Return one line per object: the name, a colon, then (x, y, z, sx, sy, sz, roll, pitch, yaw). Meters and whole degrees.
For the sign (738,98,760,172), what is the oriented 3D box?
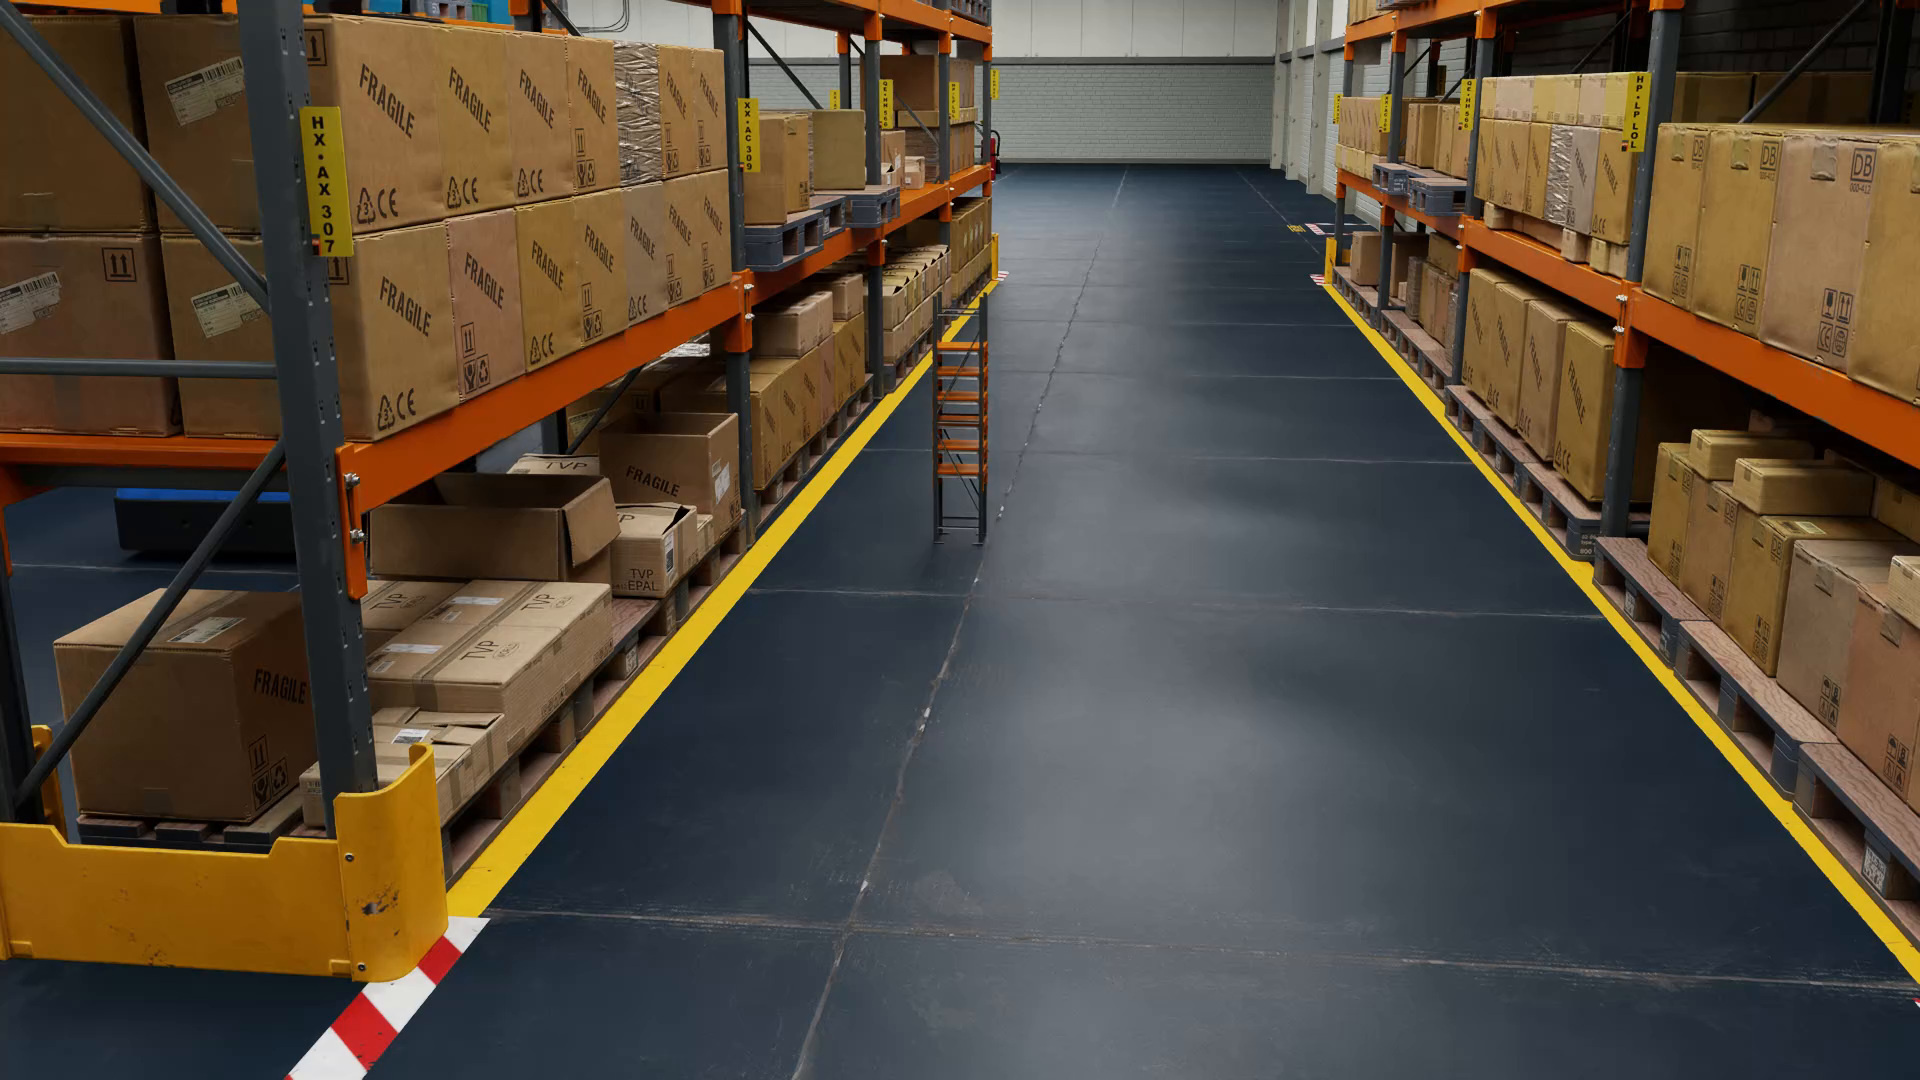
sign: (-0.960, -1.834, 7.541, 0.100, 0.325, 0.005, 2, 15, 6)

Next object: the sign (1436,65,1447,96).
sign: (5.326, -5.088, 18.408, 0.100, 0.325, 0.005, 2, 15, 6)

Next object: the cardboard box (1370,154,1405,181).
cardboard box: (4.078, -3.430, 15.348, 0.500, 0.250, 0.500, 2, 15, 6)

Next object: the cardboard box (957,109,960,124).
cardboard box: (-0.203, -4.333, 17.004, 0.380, 0.149, 0.250, 2, 15, 6)

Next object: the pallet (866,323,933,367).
pallet: (-0.776, -1.650, 13.859, 1.003, 0.211, 1.213, 2, 15, 6)

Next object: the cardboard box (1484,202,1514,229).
cardboard box: (3.456, -2.001, 10.260, 0.380, 0.149, 0.250, 2, 15, 8)

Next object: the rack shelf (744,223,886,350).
rack shelf: (-1.274, -1.602, 9.718, 1.077, 0.370, 4.000, 2, 15, 6)

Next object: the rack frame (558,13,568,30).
rack frame: (-5.067, -4.690, 19.759, 1.000, 3.000, 0.127, 2, 15, 6)

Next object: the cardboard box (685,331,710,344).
cardboard box: (-1.552, -0.963, 9.922, 0.500, 0.500, 0.500, 1, 15, 4)

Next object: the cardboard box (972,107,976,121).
cardboard box: (-0.028, -4.732, 18.480, 0.380, 0.149, 0.250, 2, 15, 8)

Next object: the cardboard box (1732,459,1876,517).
cardboard box: (2.958, -0.185, 5.841, 0.380, 0.149, 0.250, 1, 15, 5)

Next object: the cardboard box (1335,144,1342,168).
cardboard box: (4.406, -4.218, 18.264, 0.500, 0.250, 0.500, 1, 15, 5)

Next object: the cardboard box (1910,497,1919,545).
cardboard box: (3.277, -0.032, 5.277, 0.380, 0.149, 0.250, 2, 15, 7)

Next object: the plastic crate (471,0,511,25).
plastic crate: (-4.983, -5.627, 17.508, 0.392, 0.384, 0.575, 2, 15, 6)

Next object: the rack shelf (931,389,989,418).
rack shelf: (0.002, -0.656, 8.000, 0.258, 0.103, 0.180, 2, 15, 6)

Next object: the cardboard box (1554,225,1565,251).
cardboard box: (3.367, -1.598, 8.769, 0.380, 0.149, 0.250, 1, 15, 5)

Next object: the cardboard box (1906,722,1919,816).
cardboard box: (2.951, 0.571, 4.287, 0.700, 0.500, 0.500, 2, 15, 6)

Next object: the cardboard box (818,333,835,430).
cardboard box: (-1.032, -0.954, 9.889, 0.500, 0.500, 0.500, 1, 15, 4)

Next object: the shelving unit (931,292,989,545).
shelving unit: (0.002, -0.583, 8.019, 0.258, 1.200, 0.189, 2, 15, 6)

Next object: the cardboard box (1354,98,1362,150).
cardboard box: (4.248, -4.186, 16.710, 0.500, 0.500, 0.500, 2, 15, 8)

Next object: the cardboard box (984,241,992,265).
cardboard box: (0.087, -3.270, 18.974, 0.500, 0.250, 0.500, 2, 15, 6)

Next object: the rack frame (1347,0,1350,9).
rack frame: (4.777, -7.294, 17.897, 1.000, 3.000, 0.127, 2, 15, 6)

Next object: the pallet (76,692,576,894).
pallet: (-1.853, 0.727, 5.071, 1.003, 0.211, 1.213, 2, 15, 6)

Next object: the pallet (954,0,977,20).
pallet: (-0.386, -5.448, 16.987, 1.003, 0.211, 1.213, 2, 15, 6)

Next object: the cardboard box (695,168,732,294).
cardboard box: (-1.301, -1.342, 7.186, 0.500, 0.500, 0.500, 2, 15, 7)

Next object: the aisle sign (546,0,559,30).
aisle sign: (-4.764, -5.955, 19.457, 0.394, 0.787, 0.004, 2, 15, 6)

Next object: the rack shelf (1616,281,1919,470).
rack shelf: (3.197, -0.420, 5.346, 1.077, 0.370, 4.000, 2, 15, 6)

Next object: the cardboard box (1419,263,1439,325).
cardboard box: (4.251, -2.039, 13.903, 0.700, 0.500, 0.500, 1, 15, 5)

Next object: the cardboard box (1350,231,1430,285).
cardboard box: (4.413, -2.890, 17.050, 0.700, 0.500, 0.500, 1, 15, 3)

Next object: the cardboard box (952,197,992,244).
cardboard box: (0.090, -3.632, 18.876, 0.500, 0.500, 0.500, 2, 15, 6)

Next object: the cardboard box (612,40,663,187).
cardboard box: (-1.412, -1.559, 6.074, 0.500, 0.500, 0.500, 2, 15, 7)

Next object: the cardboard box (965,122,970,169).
cardboard box: (-0.265, -4.334, 18.252, 0.700, 0.500, 0.500, 2, 15, 8)

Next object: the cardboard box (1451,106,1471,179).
cardboard box: (3.953, -2.852, 11.927, 0.700, 0.500, 0.500, 0, 15, 1)

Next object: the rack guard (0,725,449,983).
rack guard: (-1.942, 0.794, 4.269, 1.175, 0.500, 0.348, 2, 15, 6)

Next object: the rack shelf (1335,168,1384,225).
rack shelf: (4.551, -3.532, 16.856, 1.077, 0.370, 4.000, 2, 15, 6)

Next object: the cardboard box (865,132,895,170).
cardboard box: (-0.816, -3.088, 13.646, 0.500, 0.500, 0.500, 2, 15, 6)

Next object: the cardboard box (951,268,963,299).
cardboard box: (-0.243, -2.492, 16.095, 0.500, 0.250, 0.500, 2, 15, 6)

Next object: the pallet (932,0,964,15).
pallet: (-0.526, -5.133, 15.820, 1.003, 0.211, 1.213, 2, 15, 6)

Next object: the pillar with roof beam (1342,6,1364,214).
pillar with roof beam: (2.634, -10.326, 29.110, 9.100, 9.000, 0.400, 2, 15, 6)

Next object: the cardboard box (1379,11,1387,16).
cardboard box: (4.207, -5.135, 15.431, 0.500, 0.500, 0.500, 0, 15, 2)

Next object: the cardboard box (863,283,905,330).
cardboard box: (-0.697, -1.741, 12.244, 0.500, 0.311, 0.500, 2, 15, 8)

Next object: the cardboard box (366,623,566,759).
cardboard box: (-1.551, 0.459, 5.141, 0.500, 0.250, 0.500, 2, 15, 6)

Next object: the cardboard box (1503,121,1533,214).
cardboard box: (3.440, -2.142, 9.537, 0.500, 0.500, 0.500, 2, 15, 6)

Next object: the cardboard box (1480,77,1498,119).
cardboard box: (3.563, -2.769, 10.419, 0.500, 0.250, 0.500, 2, 15, 8)

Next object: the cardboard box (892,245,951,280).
cardboard box: (-0.358, -2.538, 15.191, 0.500, 0.311, 0.500, 2, 15, 6)

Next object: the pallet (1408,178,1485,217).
pallet: (3.849, -2.418, 11.727, 1.213, 0.211, 1.003, 2, 15, 6)

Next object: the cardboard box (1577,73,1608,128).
cardboard box: (3.289, -2.110, 7.983, 0.500, 0.250, 0.500, 2, 15, 7)

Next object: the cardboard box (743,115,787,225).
cardboard box: (-1.224, -1.798, 8.068, 0.700, 0.500, 0.500, -3, 16, -13)

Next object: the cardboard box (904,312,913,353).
cardboard box: (-0.642, -1.601, 12.799, 0.500, 0.250, 0.500, 1, 15, 5)

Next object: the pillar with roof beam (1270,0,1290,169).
pillar with roof beam: (4.665, -14.995, 46.375, 9.100, 9.000, 0.400, 2, 15, 6)

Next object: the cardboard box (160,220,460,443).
cardboard box: (-1.639, -0.549, 4.253, 0.500, 0.500, 0.500, 2, 15, 7)

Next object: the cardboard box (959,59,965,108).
cardboard box: (-0.327, -4.816, 17.548, 0.700, 0.500, 0.500, 2, 15, 6)

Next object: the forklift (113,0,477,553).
forklift: (-3.324, -1.686, 8.781, 1.130, 2.935, 3.031, 1, 15, 3)

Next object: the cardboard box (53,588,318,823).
cardboard box: (-2.134, 0.453, 4.687, 0.500, 0.500, 0.500, 2, 15, 6)
